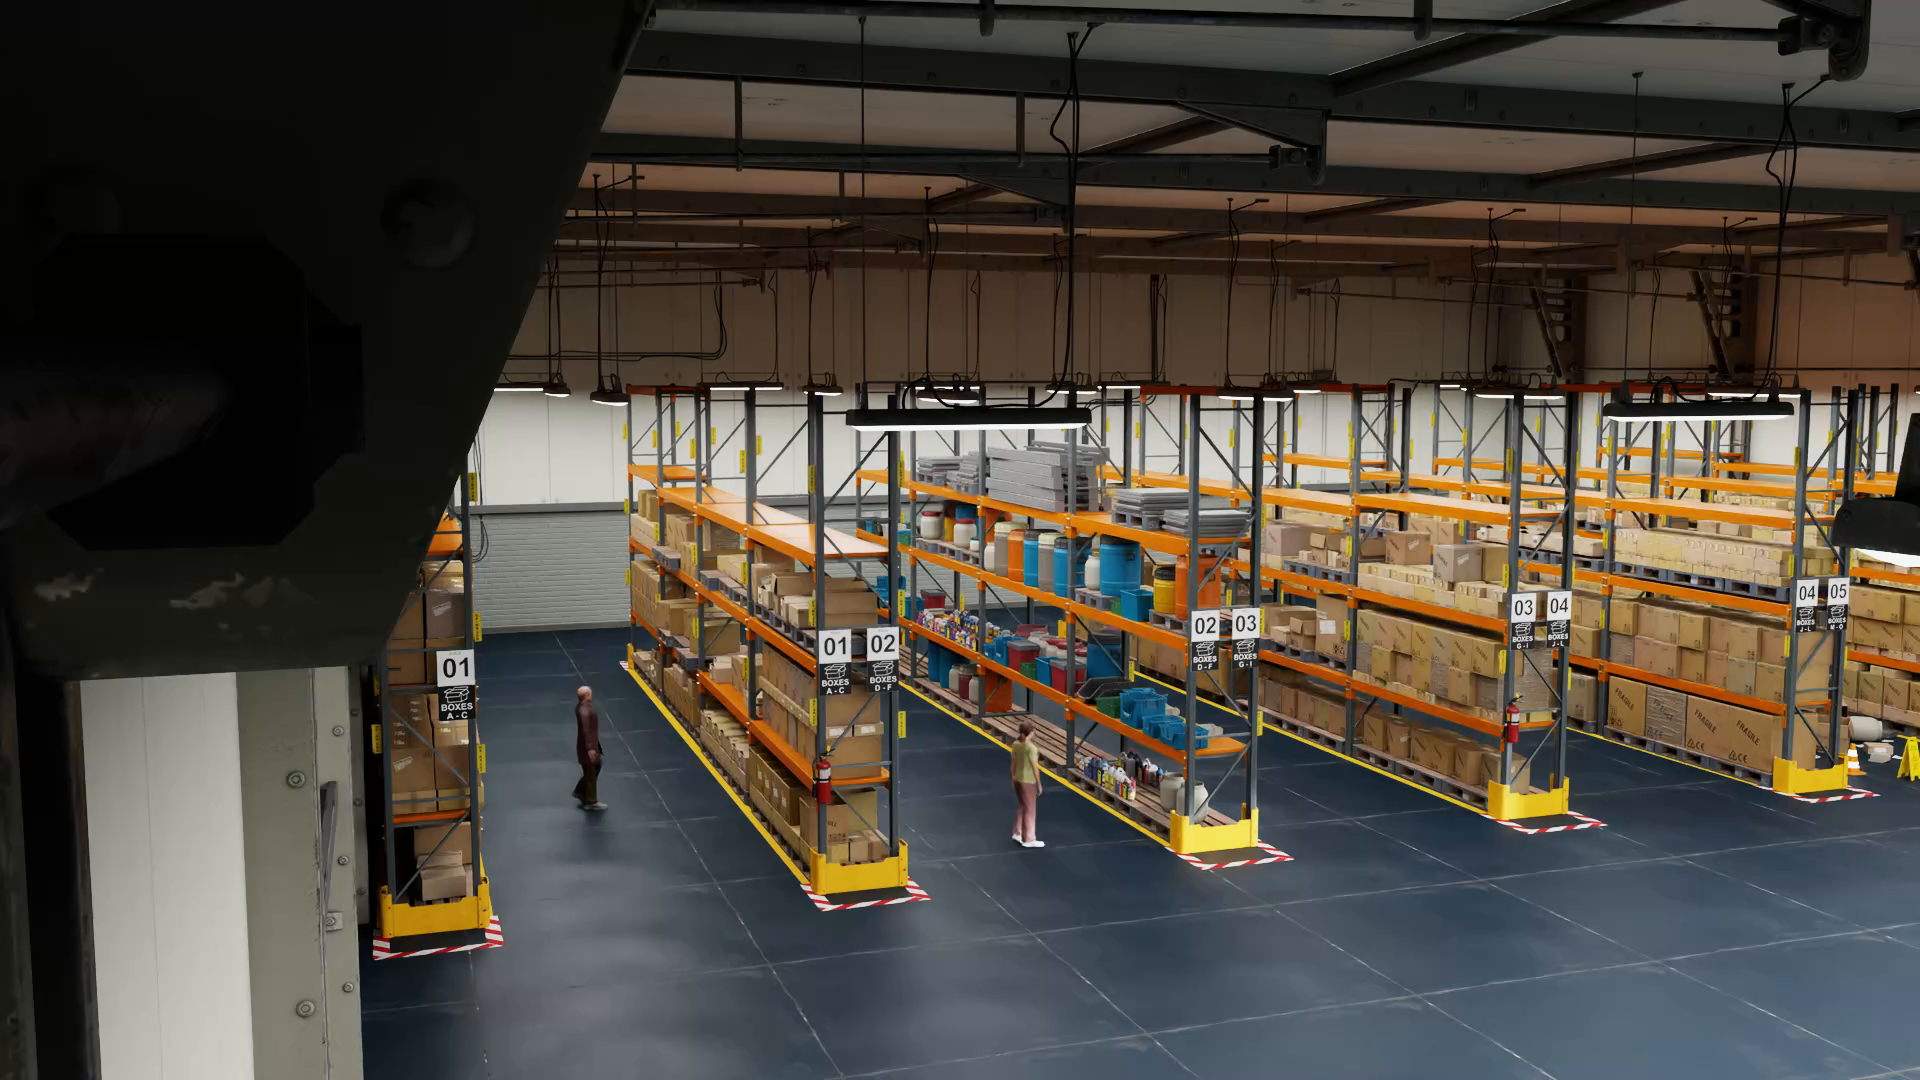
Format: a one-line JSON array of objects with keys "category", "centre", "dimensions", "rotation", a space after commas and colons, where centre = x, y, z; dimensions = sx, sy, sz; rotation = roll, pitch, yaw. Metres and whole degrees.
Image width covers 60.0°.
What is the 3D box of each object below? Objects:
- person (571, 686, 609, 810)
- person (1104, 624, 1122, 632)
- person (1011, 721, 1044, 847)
[{"category": "person", "centre": [-5.357, 2.989, 23.964], "dimensions": [0.573, 1.800, 0.655], "rotation": [-1, 6, -6]}, {"category": "person", "centre": [3.044, 1.965, 33.100], "dimensions": [0.510, 1.591, 0.342], "rotation": [3, 7, 28]}, {"category": "person", "centre": [0.893, 3.257, 22.052], "dimensions": [0.354, 1.735, 0.515], "rotation": [-4, 7, -33]}]
